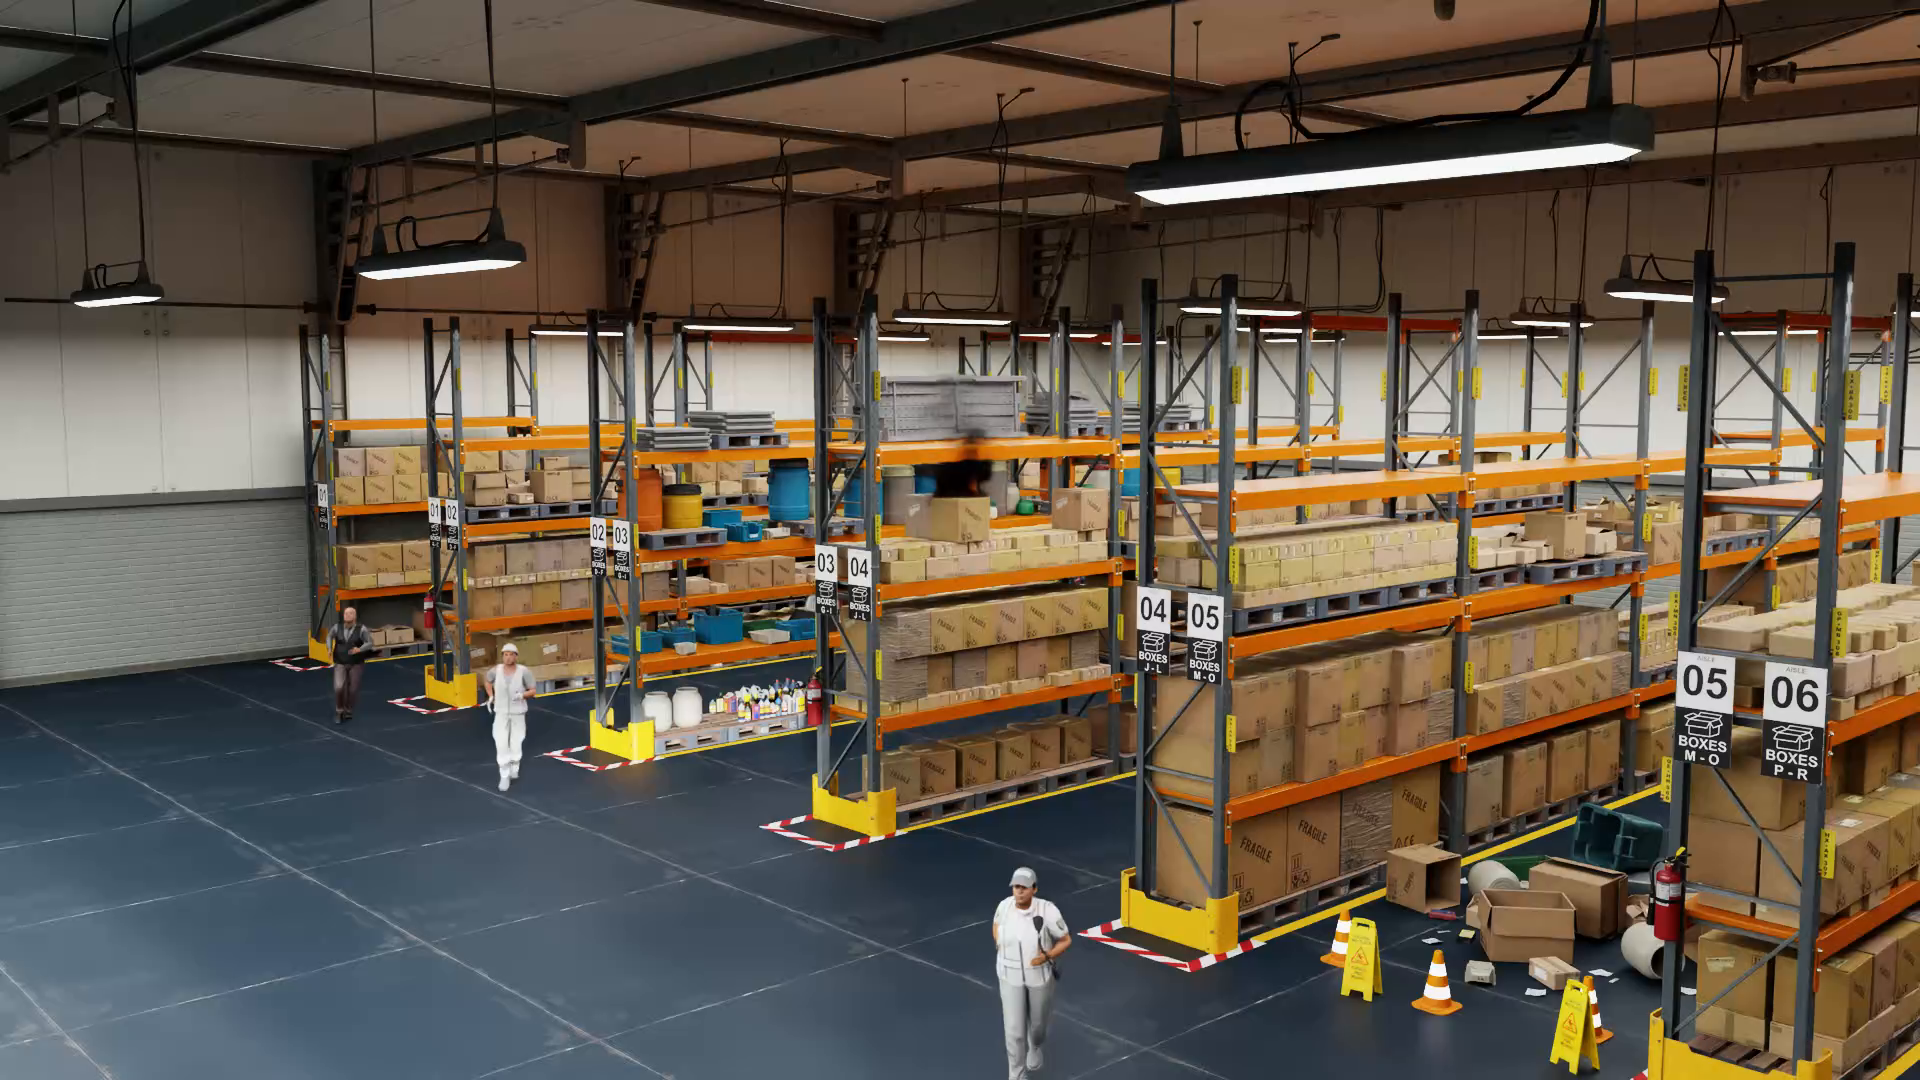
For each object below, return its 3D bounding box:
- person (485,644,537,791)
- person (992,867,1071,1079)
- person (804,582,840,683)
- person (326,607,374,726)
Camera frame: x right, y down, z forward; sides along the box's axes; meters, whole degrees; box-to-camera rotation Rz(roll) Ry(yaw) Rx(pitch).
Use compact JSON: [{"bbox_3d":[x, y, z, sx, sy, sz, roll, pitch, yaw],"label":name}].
[{"bbox_3d":[-5.603,2.194,20.744,0.643,1.830,0.708,-1,6,-10],"label":"person"},{"bbox_3d":[0.495,3.150,11.875,0.585,1.685,0.848,1,6,10],"label":"person"},{"bbox_3d":[-2.292,1.524,27.079,0.684,1.782,0.984,4,7,34],"label":"person"},{"bbox_3d":[-8.969,1.852,24.465,0.681,1.741,0.642,-1,6,-14],"label":"person"}]
